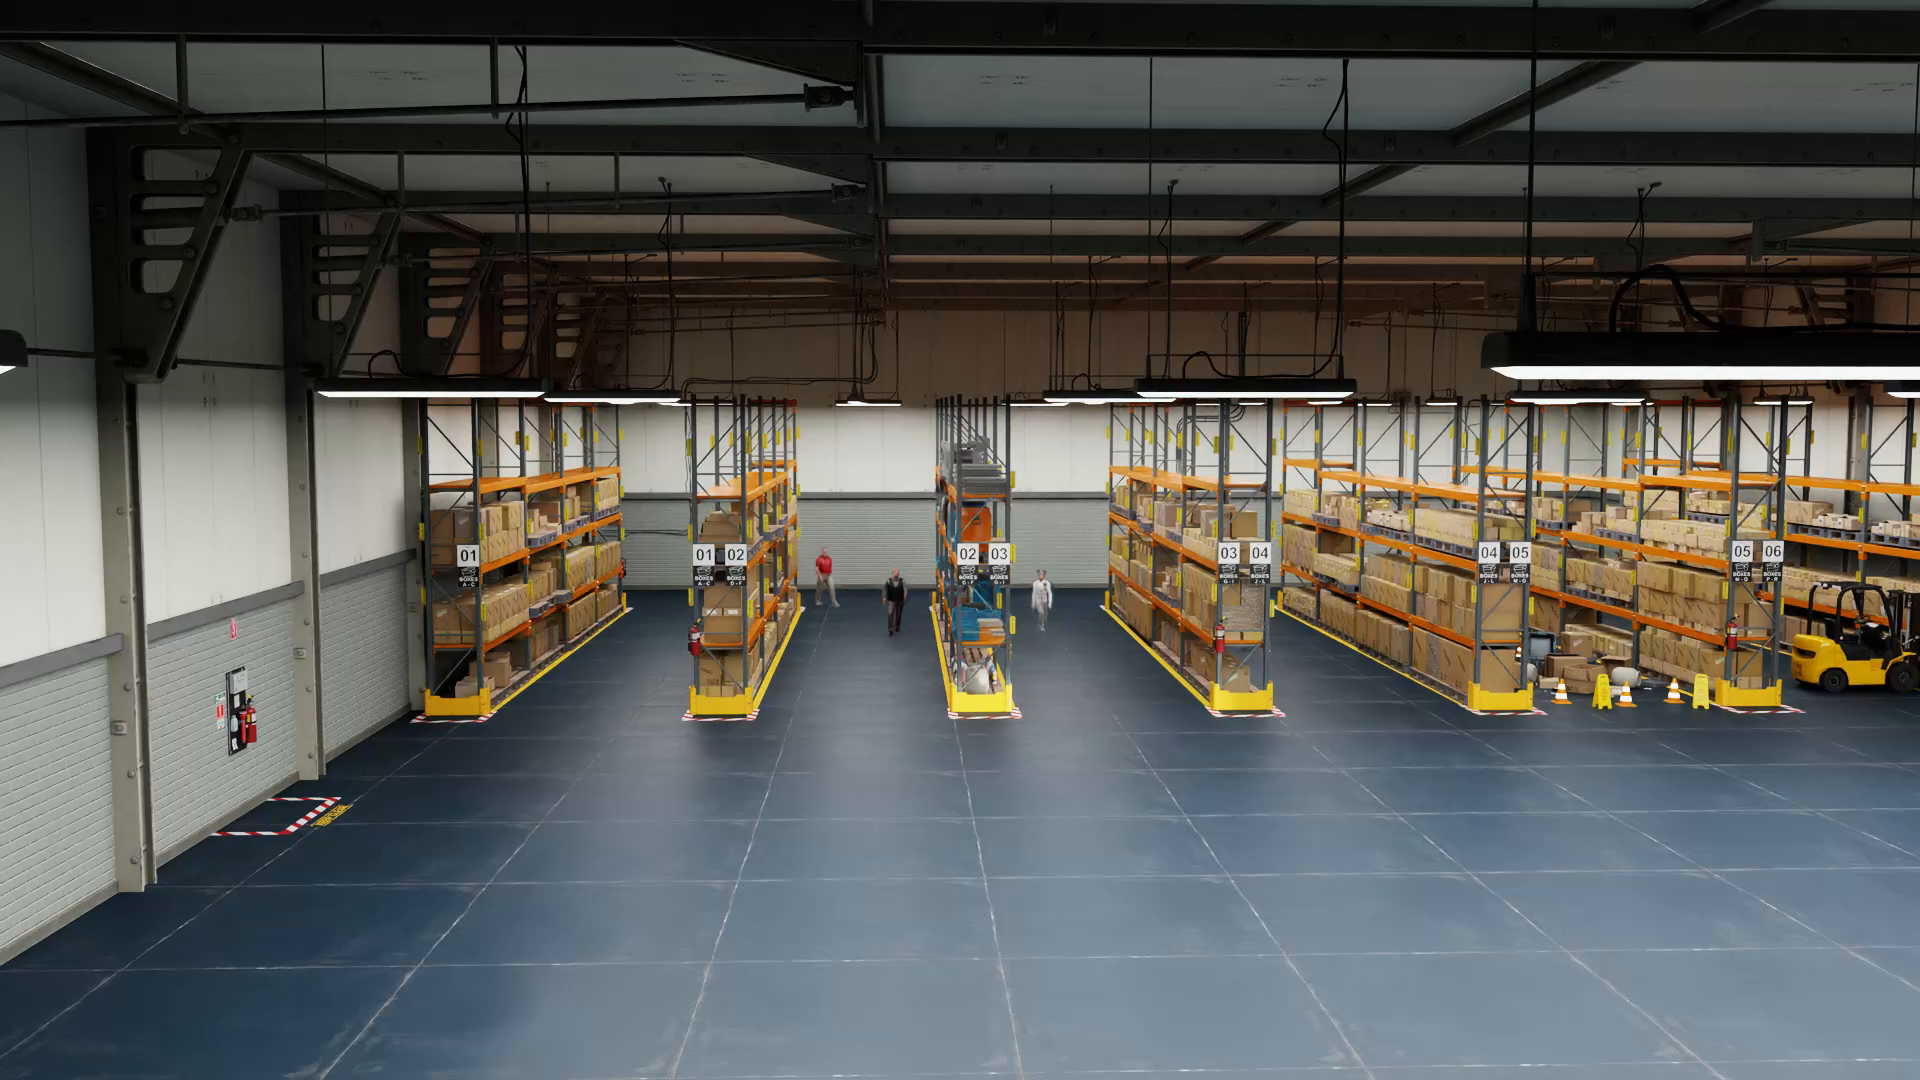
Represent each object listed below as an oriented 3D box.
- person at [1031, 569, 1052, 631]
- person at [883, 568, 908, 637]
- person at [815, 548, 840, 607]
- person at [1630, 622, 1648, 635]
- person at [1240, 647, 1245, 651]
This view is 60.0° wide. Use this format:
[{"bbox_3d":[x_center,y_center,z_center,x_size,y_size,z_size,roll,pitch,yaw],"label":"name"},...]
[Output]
[{"bbox_3d":[2.024,1.489,41.017,0.471,1.556,0.933,-1,5,-13],"label":"person"},{"bbox_3d":[-1.649,1.570,42.230,0.652,1.702,0.992,0,4,1],"label":"person"},{"bbox_3d":[-3.880,1.069,48.055,0.594,1.678,0.958,-3,5,-33],"label":"person"},{"bbox_3d":[17.319,1.506,42.333,0.451,1.798,0.570,2,5,21],"label":"person"},{"bbox_3d":[6.847,1.804,39.745,0.405,1.601,0.648,-1,5,-7],"label":"person"}]
